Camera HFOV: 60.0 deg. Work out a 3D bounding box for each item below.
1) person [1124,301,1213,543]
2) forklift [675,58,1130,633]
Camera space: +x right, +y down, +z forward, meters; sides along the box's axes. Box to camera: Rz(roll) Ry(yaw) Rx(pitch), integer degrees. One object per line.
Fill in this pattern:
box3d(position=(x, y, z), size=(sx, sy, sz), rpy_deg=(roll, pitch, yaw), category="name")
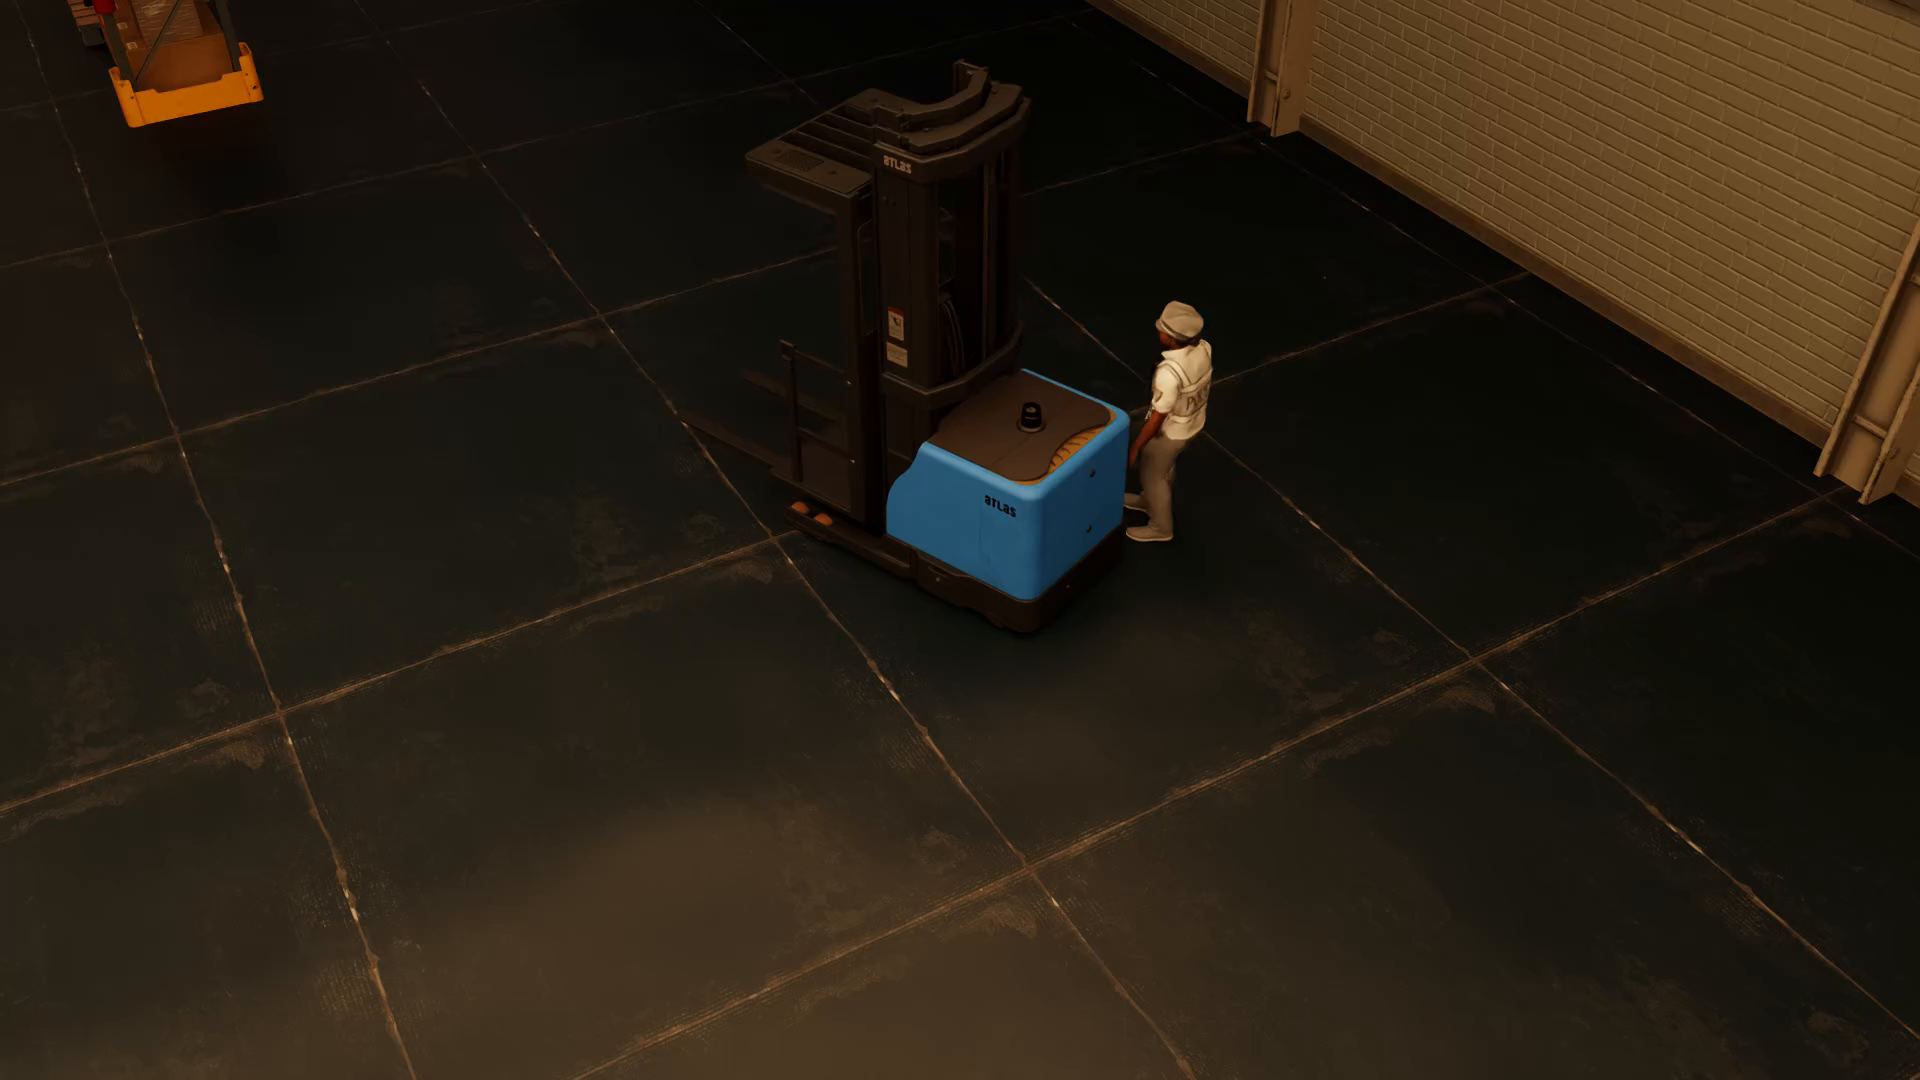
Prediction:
box3d(position=(1.150, -0.700, 9.875), size=(0.587, 1.676, 0.616), rpy_deg=(26, 46, 28), category="person")
box3d(position=(-0.481, -1.366, 9.683), size=(3.031, 2.935, 1.130), rpy_deg=(26, 46, 28), category="forklift")
